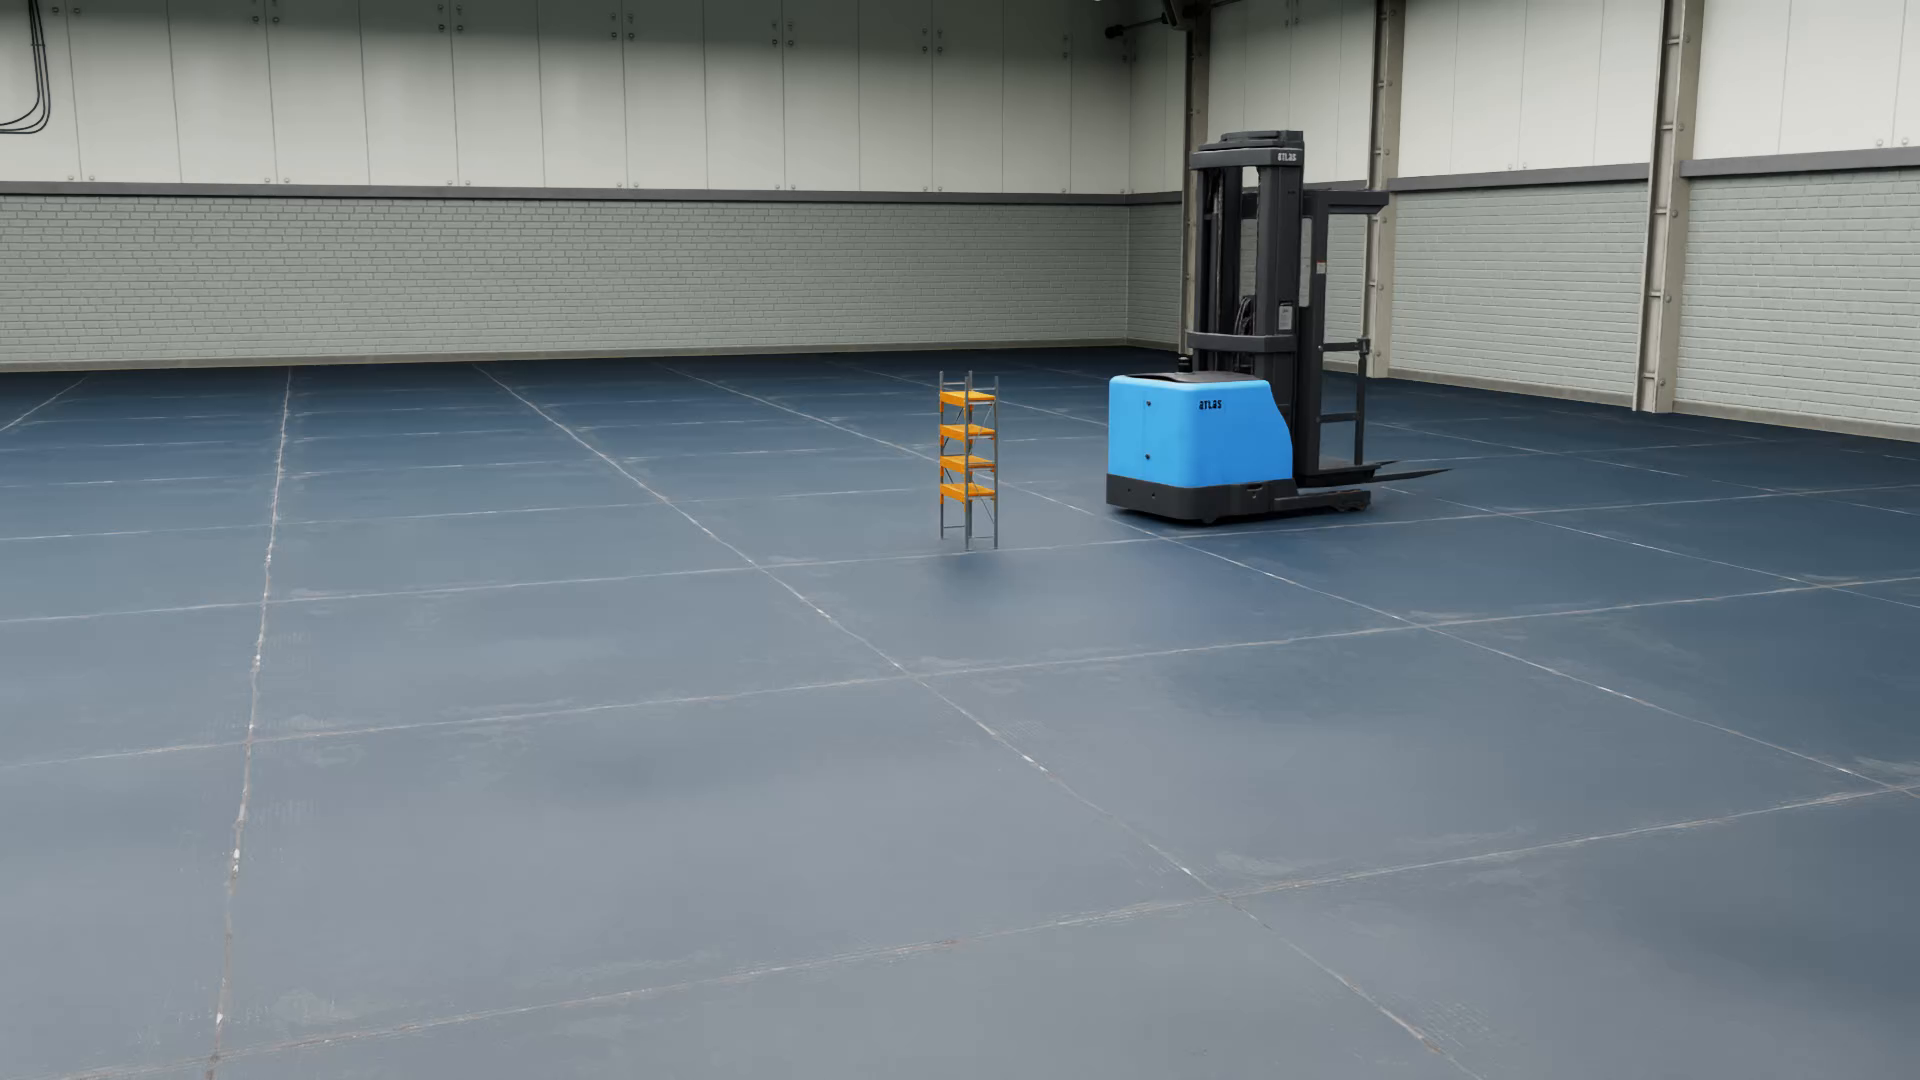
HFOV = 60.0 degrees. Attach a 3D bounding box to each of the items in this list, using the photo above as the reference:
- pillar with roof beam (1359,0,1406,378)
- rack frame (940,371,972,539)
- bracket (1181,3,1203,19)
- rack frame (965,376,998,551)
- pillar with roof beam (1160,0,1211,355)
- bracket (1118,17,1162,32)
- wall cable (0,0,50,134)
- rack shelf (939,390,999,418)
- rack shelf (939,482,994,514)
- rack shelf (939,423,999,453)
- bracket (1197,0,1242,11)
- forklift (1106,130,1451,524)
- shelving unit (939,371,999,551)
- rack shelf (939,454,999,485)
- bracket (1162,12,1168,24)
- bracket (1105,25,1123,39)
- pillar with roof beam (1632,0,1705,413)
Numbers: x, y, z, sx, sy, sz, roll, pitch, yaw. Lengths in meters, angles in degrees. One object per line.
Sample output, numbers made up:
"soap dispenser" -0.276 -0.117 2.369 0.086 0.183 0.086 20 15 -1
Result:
"pillar with roof beam" 2.611 -6.772 24.295 9.100 9.000 0.400 -4 11 -21
"rack frame" -0.028 -0.604 11.887 0.240 1.200 0.015 -4 11 -21
"bracket" 4.269 -9.706 30.514 0.235 0.232 0.430 -4 11 -21
"rack frame" 0.148 -0.524 11.439 0.240 1.200 0.015 -4 11 -21
"pillar with roof beam" 0.437 -7.751 29.801 9.100 9.000 0.548 -4 11 -21
"bracket" 3.323 -10.132 32.908 0.076 0.066 3.189 -4 11 -21
"wall cable" -15.891 -8.864 26.348 2.305 6.003 0.169 -4 11 -21
"rack shelf" 0.060 -0.951 11.594 0.258 0.148 0.480 -4 11 -21
"rack shelf" 0.060 -0.302 11.710 0.258 0.148 0.480 -4 11 -21
"rack shelf" 0.060 -0.718 11.636 0.258 0.148 0.480 -4 11 -21
"bracket" 5.203 -9.286 28.150 0.076 0.066 4.783 -4 11 -21
"forklift" 2.678 -1.732 13.291 3.031 2.935 1.130 -6 12 -31
"shelving unit" 0.060 -0.564 11.663 0.258 1.200 0.503 -4 11 -21
"rack shelf" 0.060 -0.497 11.675 0.258 0.148 0.480 -4 11 -21
"bracket" 3.968 -9.842 31.275 0.235 0.232 0.430 -4 11 -21
"bracket" 3.109 -10.229 33.450 0.235 0.232 0.430 -4 11 -21
"pillar with roof beam" 4.786 -5.792 18.789 9.100 9.000 0.400 -4 11 -21
